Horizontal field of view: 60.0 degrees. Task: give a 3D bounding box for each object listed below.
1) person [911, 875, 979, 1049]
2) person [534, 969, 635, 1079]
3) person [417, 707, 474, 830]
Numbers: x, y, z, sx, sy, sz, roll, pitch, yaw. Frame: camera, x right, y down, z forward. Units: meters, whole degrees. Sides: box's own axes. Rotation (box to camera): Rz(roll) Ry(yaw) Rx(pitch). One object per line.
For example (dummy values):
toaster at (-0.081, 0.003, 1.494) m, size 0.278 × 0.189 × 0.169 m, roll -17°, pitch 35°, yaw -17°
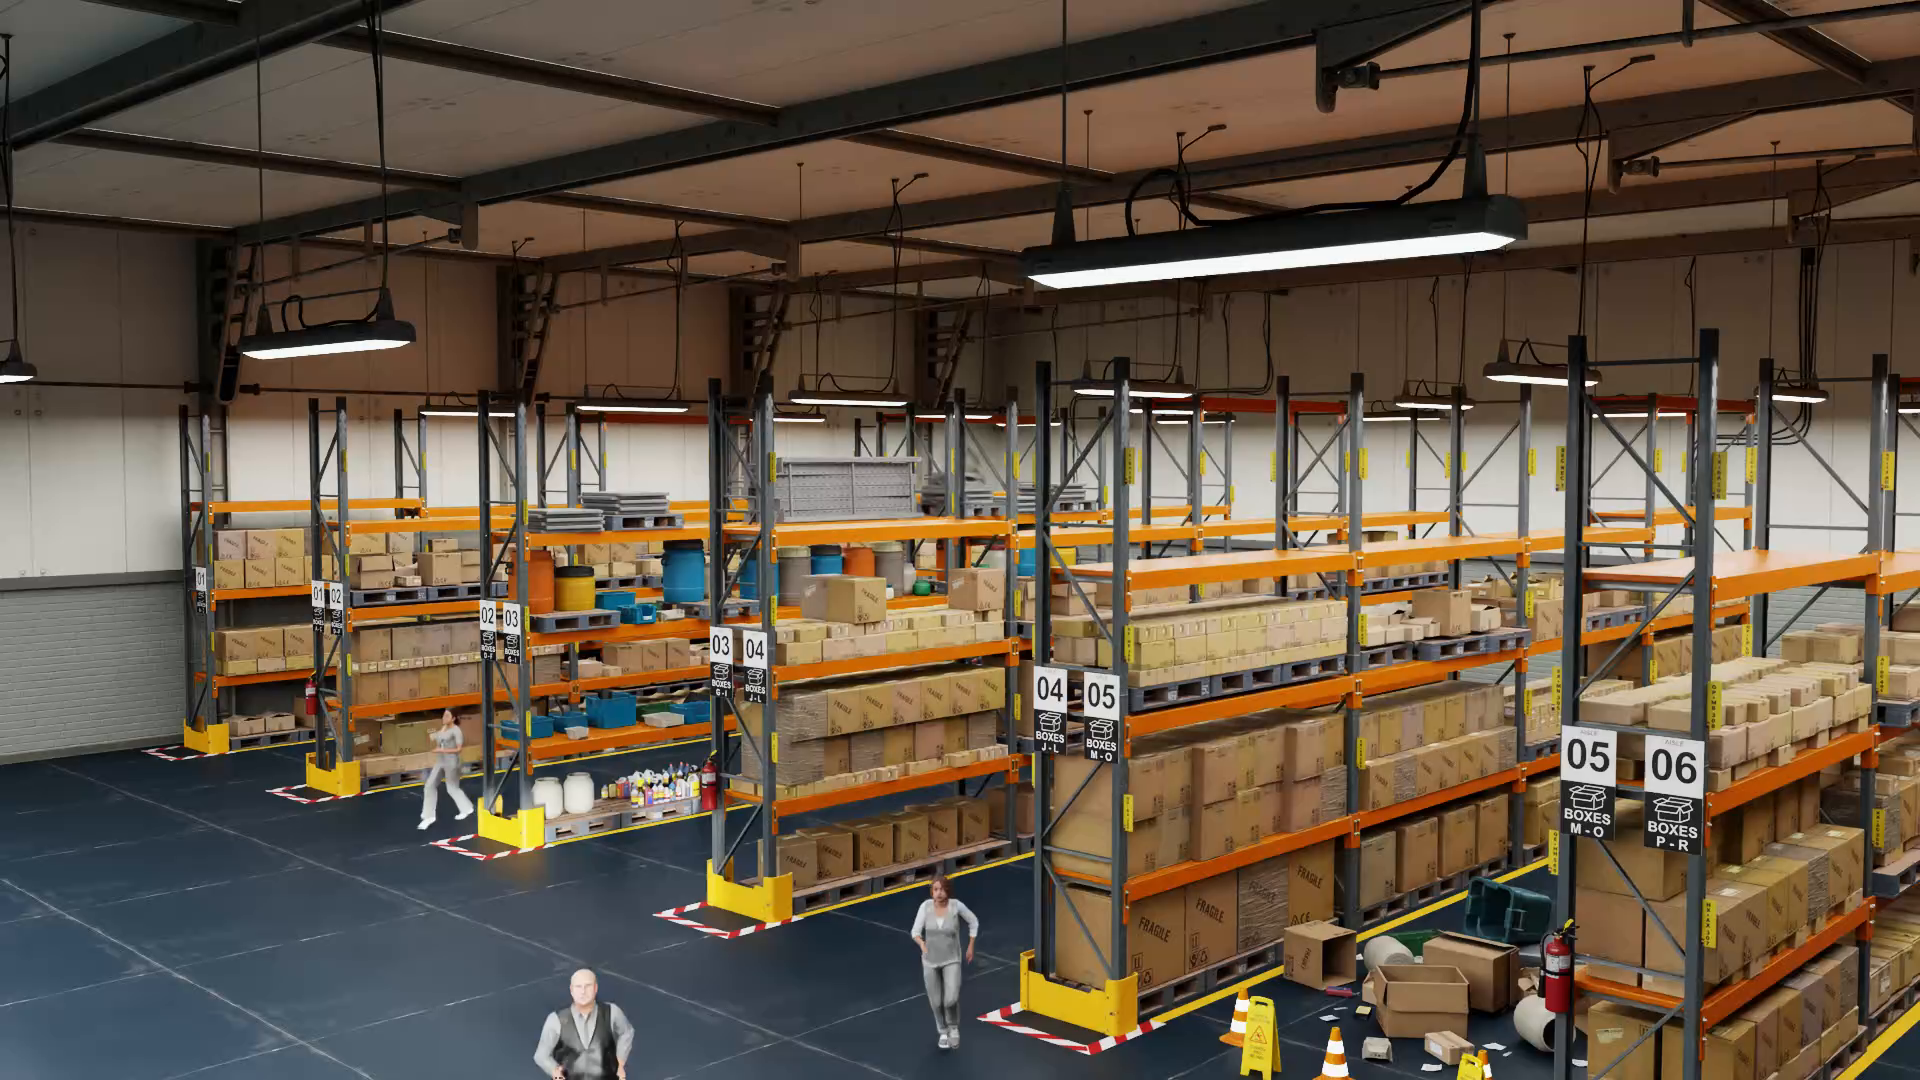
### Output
person at (-0.144, 3.632, 14.241) m, size 0.559 × 1.550 × 0.670 m, roll 1°, pitch 3°, yaw 10°
person at (-2.494, 3.716, 11.082) m, size 0.661 × 1.715 × 0.935 m, roll -1°, pitch 3°, yaw -14°
person at (-7.034, 3.134, 22.965) m, size 0.569 × 1.696 × 0.846 m, roll 2°, pitch 4°, yaw 37°
